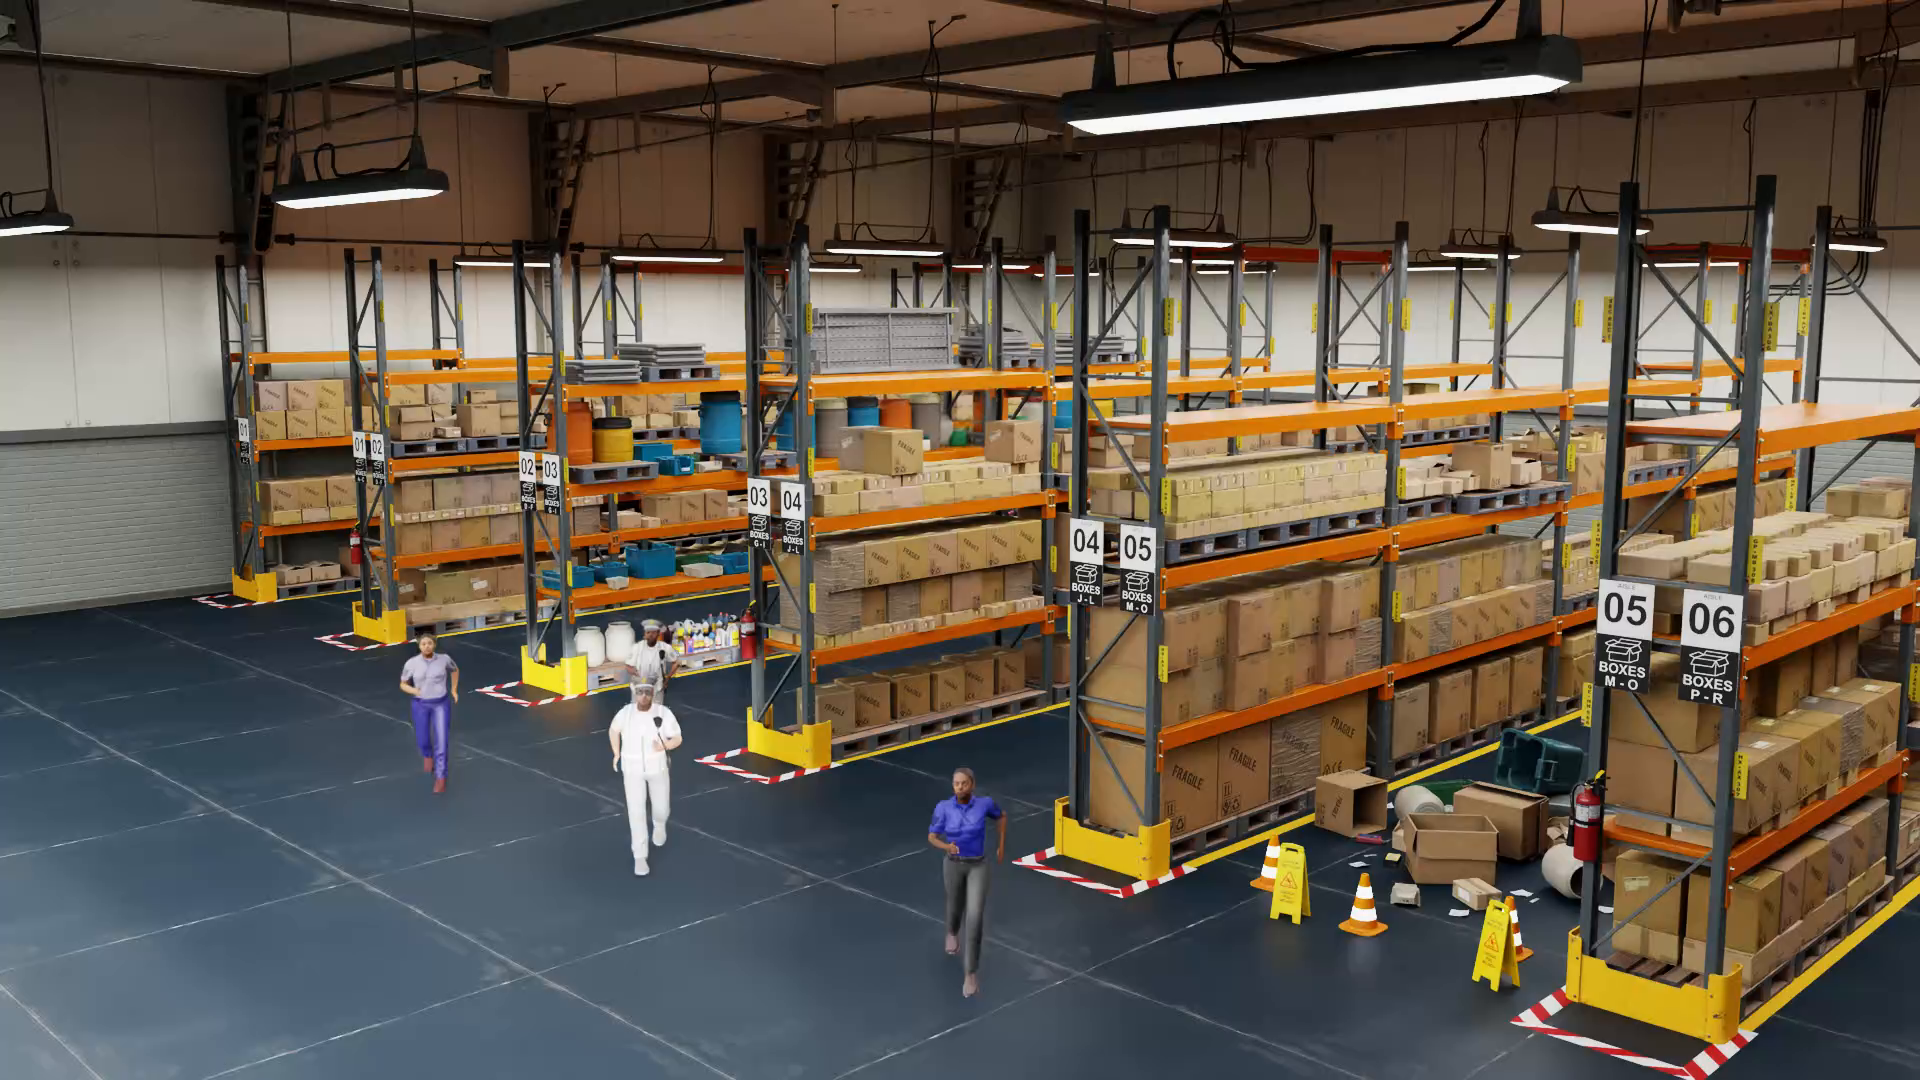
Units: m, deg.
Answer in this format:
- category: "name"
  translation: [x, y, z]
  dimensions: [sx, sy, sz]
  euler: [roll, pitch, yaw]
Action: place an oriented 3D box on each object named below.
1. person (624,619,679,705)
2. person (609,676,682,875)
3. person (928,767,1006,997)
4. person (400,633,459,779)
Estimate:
- category: "person"
  translation: [-3.459, 1.721, 18.629]
  dimensions: [0.581, 1.722, 0.686]
  euler: [0, 8, -2]
- category: "person"
  translation: [-2.904, 2.111, 15.381]
  dimensions: [0.671, 1.755, 0.963]
  euler: [-1, 8, -10]
- category: "person"
  translation: [0.058, 2.550, 12.825]
  dimensions: [0.586, 1.696, 0.901]
  euler: [1, 8, 5]
- category: "person"
  translation: [-5.703, 1.764, 17.932]
  dimensions: [0.606, 1.559, 0.799]
  euler: [-2, 8, -16]
